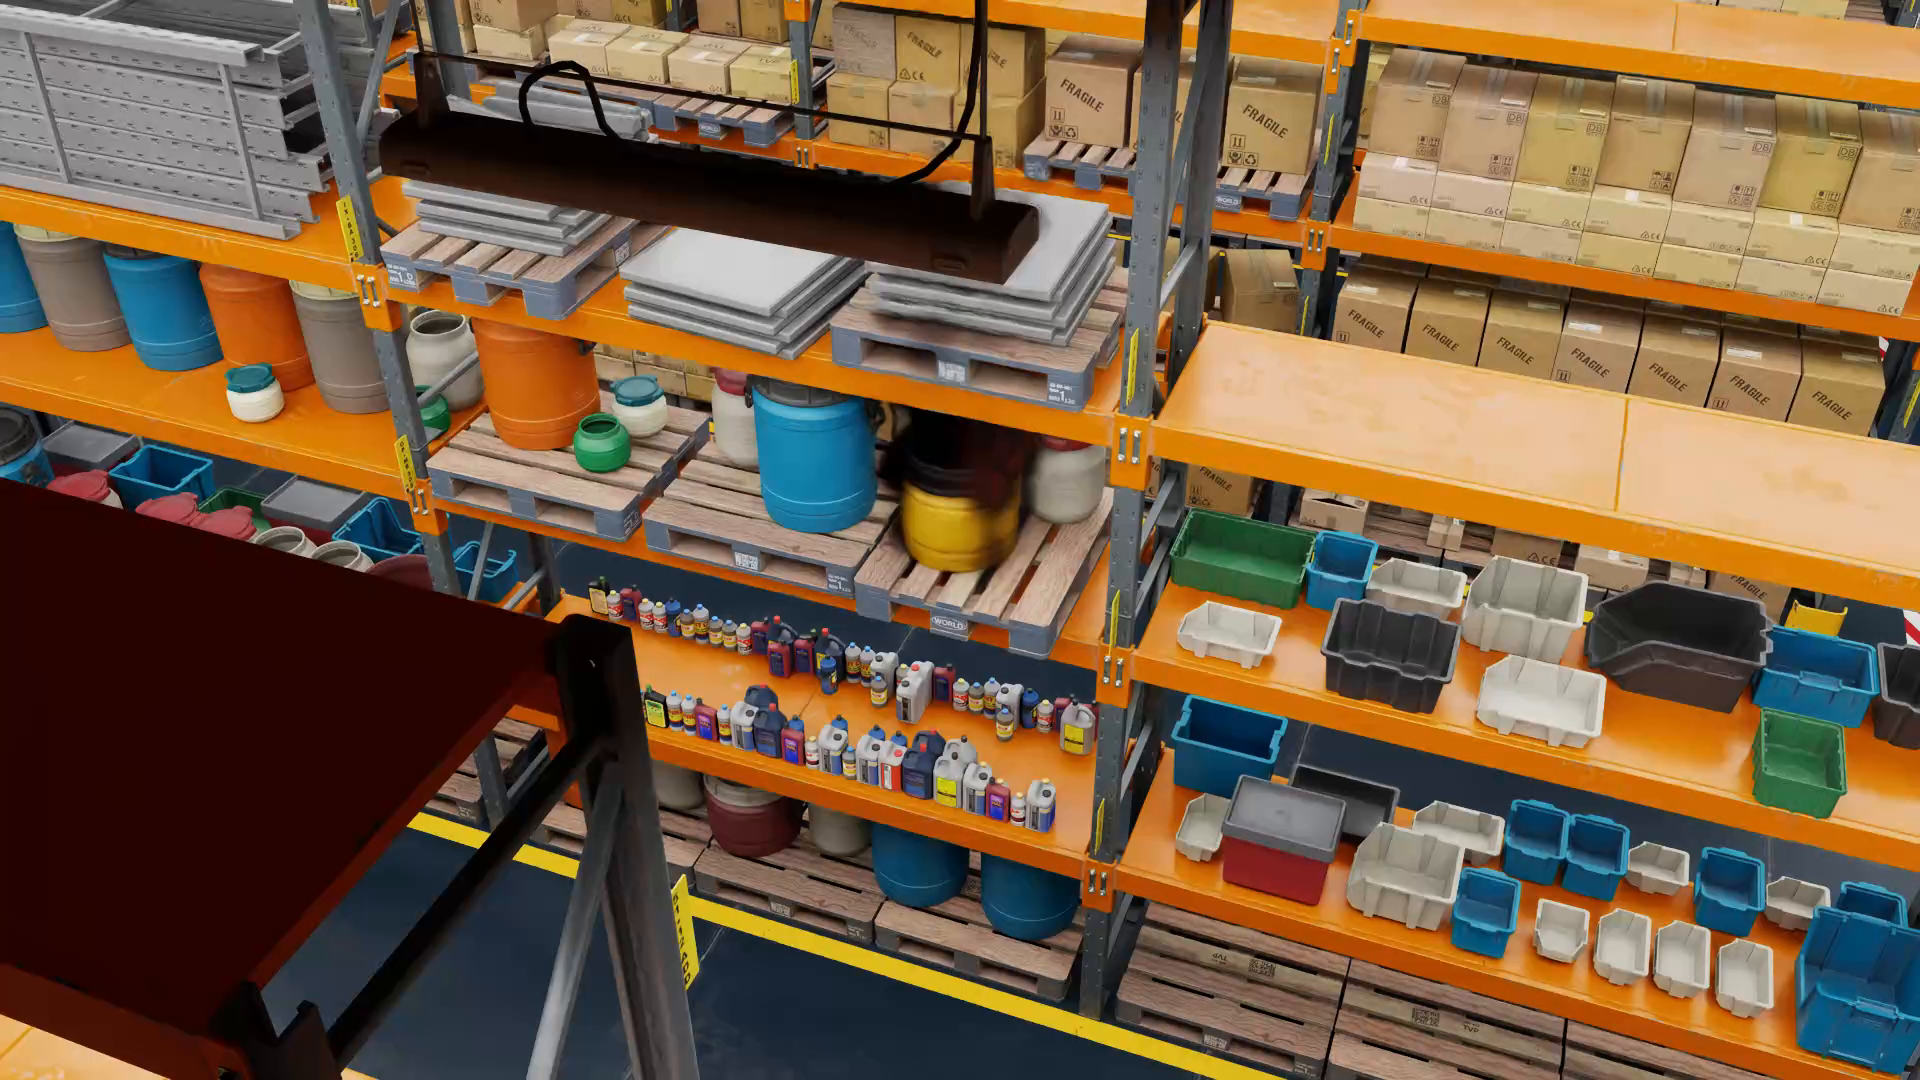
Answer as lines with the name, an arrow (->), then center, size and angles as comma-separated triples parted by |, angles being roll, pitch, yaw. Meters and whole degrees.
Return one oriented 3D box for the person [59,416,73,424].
person -> -6.681, -0.789, 13.046 | 0.937, 1.673, 0.610 | 8, 37, 10
